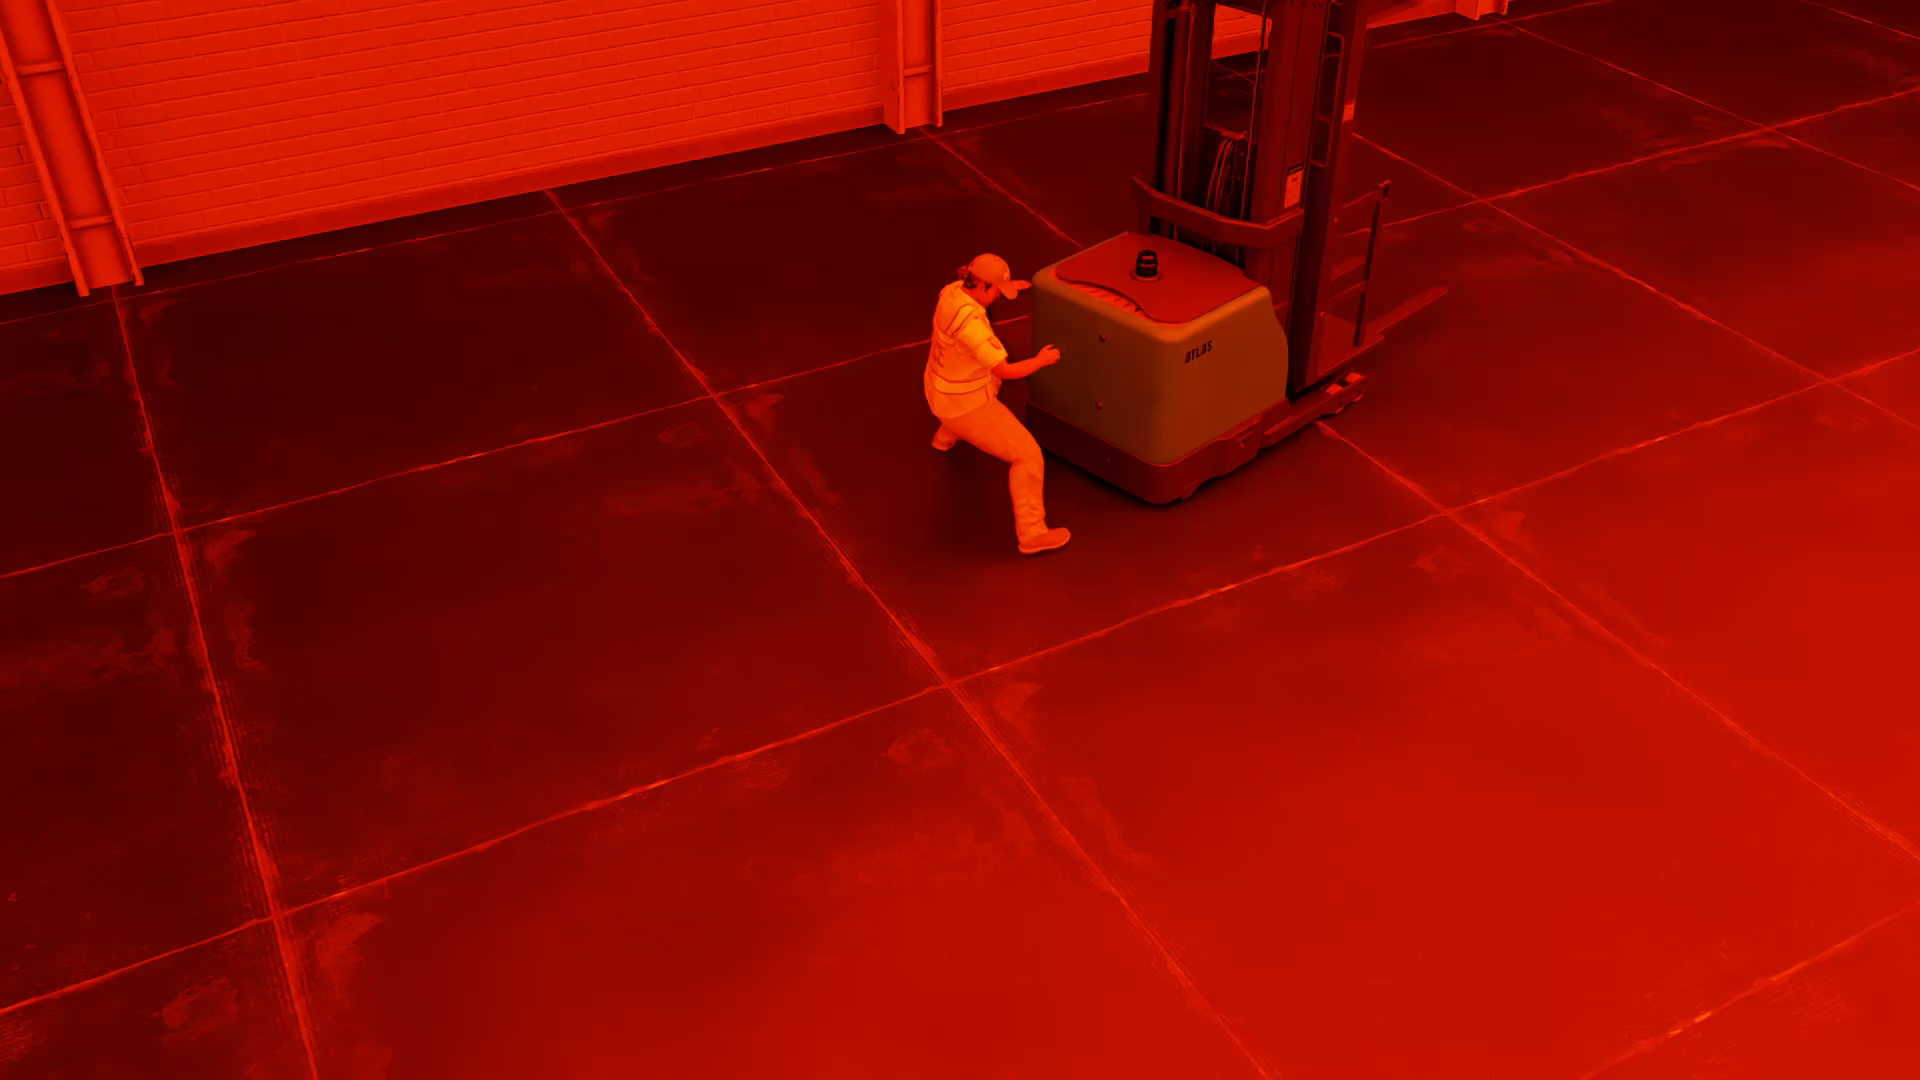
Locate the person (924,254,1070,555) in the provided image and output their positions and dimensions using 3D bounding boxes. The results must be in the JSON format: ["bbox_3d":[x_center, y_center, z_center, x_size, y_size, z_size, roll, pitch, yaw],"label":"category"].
[{"bbox_3d":[0.152,-0.835,8.594,0.661,1.441,1.202,-7,36,-9],"label":"person"}]

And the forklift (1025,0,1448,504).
[{"bbox_3d":[1.774,-2.129,9.135,3.031,2.935,1.130,-29,45,-35],"label":"forklift"}]
